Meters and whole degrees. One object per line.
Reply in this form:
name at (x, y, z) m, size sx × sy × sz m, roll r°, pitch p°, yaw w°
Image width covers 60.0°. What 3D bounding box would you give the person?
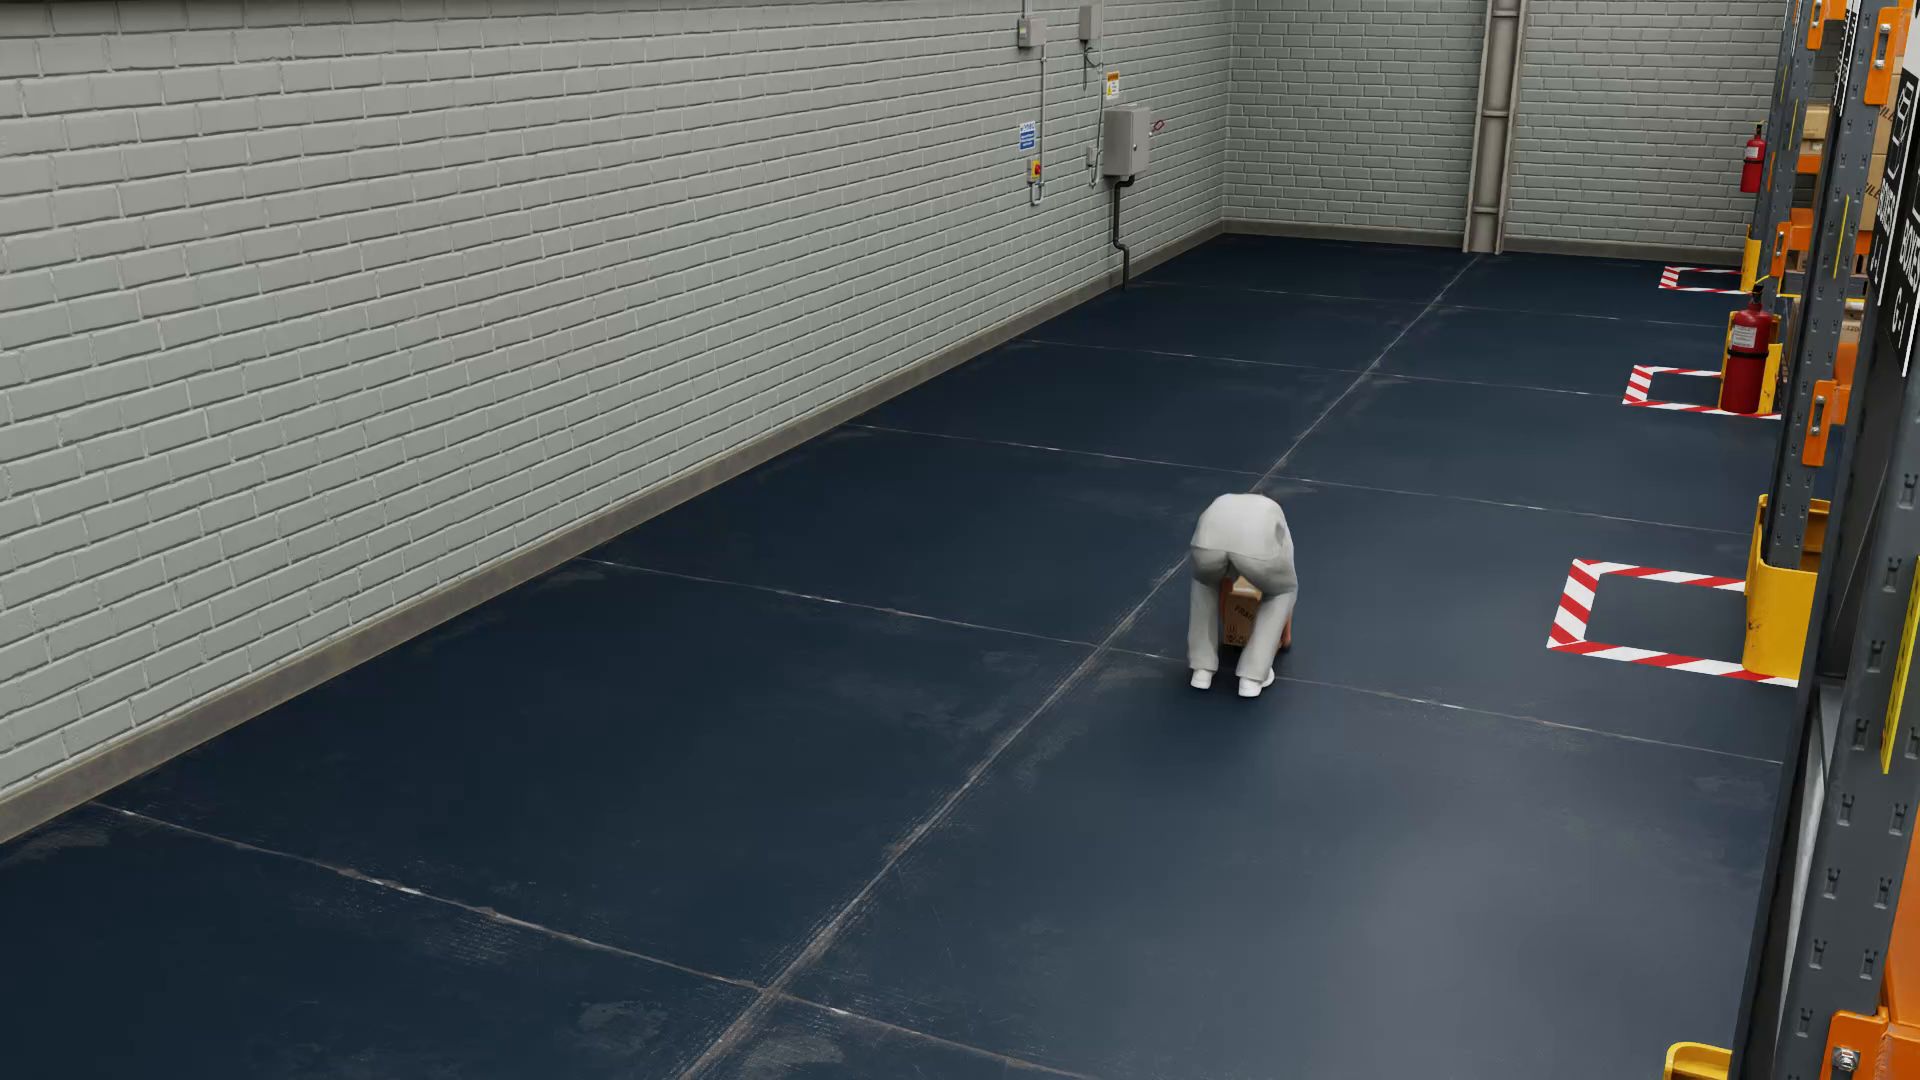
person at (1.270, 0.067, 7.322) m, size 0.434 × 1.056 × 0.873 m, roll 8°, pitch 21°, yaw 21°
